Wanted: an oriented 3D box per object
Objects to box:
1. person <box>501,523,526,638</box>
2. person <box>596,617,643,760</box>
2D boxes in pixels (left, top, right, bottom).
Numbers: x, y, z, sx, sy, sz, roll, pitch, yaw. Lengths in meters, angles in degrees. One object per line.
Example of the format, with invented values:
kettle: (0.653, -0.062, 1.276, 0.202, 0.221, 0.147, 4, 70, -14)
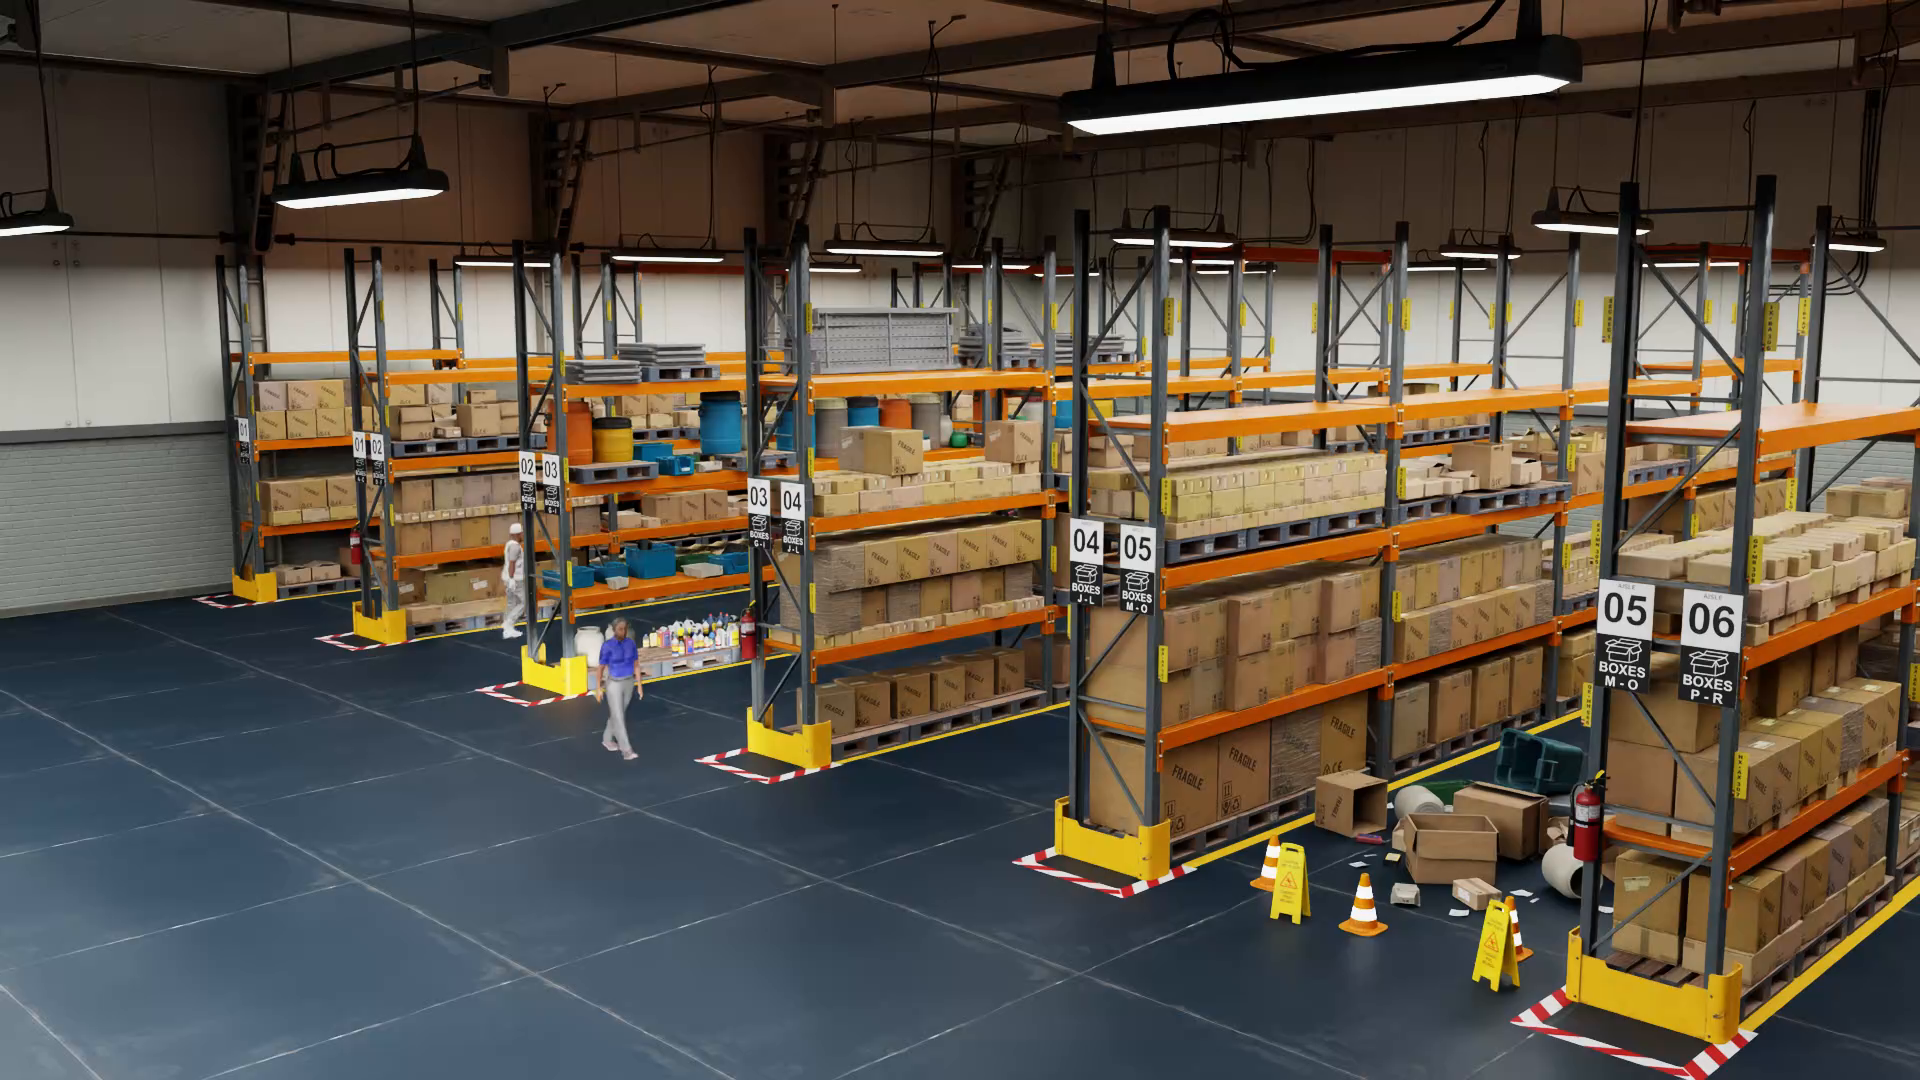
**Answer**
person: (-6.937, 0.627, 25.825, 0.515, 1.771, 0.588, -5, 9, -30)
person: (-3.851, 1.675, 18.945, 0.997, 1.601, 0.502, 7, 11, 42)
